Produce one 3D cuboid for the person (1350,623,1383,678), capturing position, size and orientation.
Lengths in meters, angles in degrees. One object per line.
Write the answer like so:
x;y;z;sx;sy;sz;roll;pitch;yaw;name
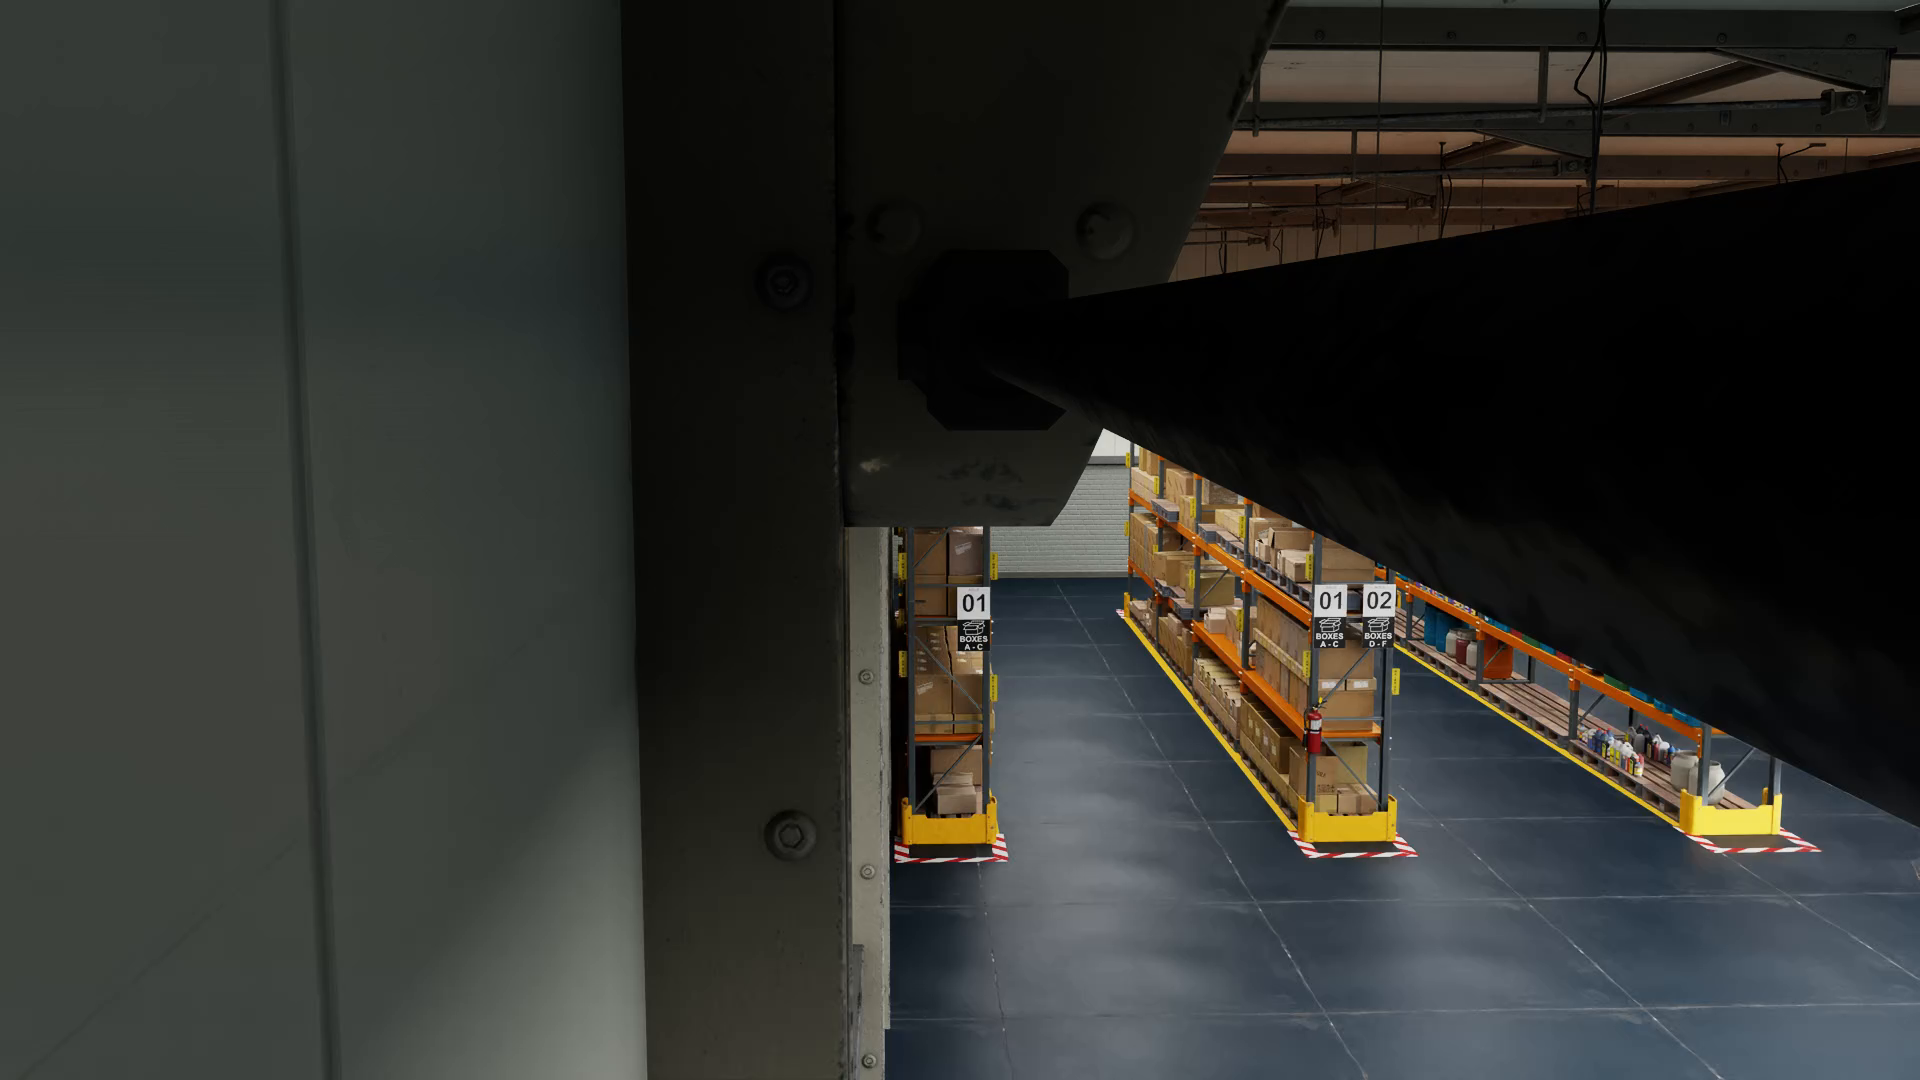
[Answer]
7.045;1.810;28.625;0.674;1.721;0.549;-1;7;-4;person
